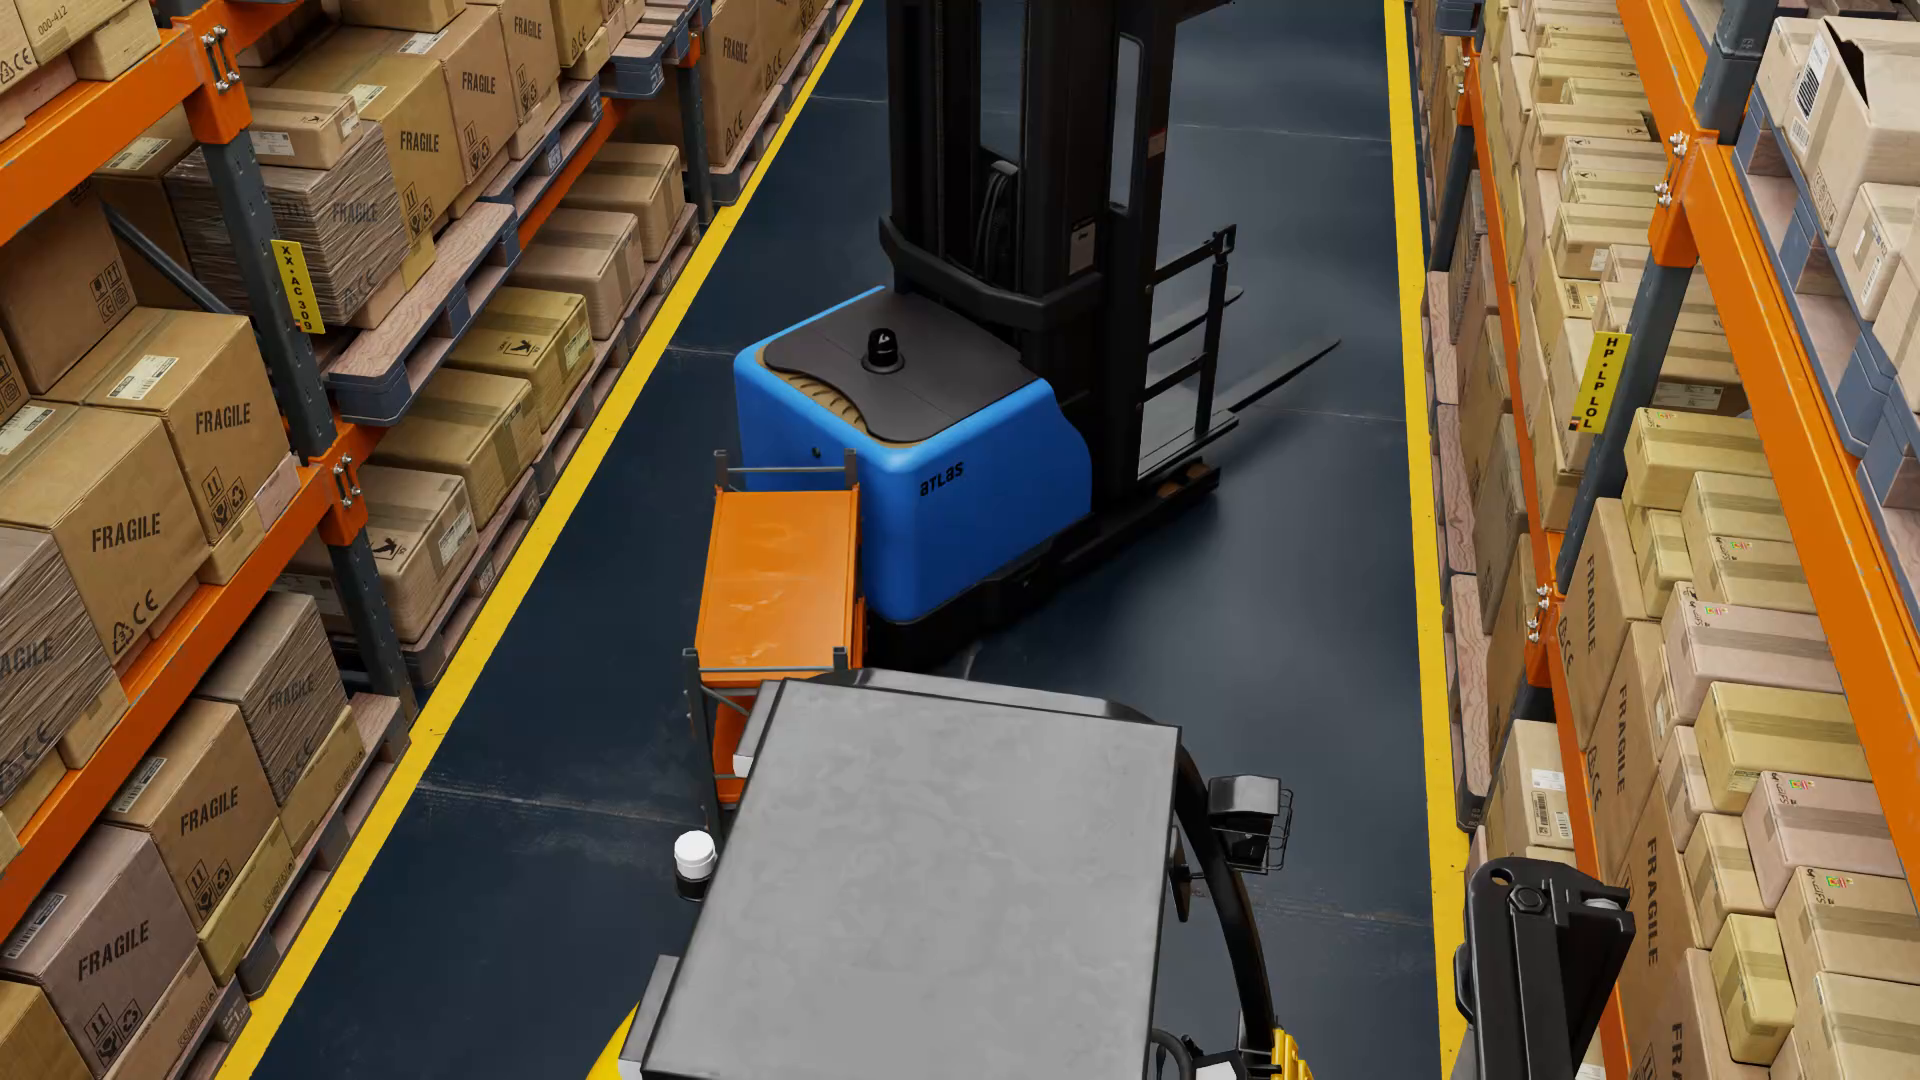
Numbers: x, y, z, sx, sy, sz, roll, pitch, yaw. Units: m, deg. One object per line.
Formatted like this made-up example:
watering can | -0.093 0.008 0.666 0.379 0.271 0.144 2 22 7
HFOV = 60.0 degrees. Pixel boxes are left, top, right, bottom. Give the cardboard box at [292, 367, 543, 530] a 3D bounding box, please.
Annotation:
cardboard box | -2.384 -0.435 7.155 0.950 0.372 0.625 9 40 10

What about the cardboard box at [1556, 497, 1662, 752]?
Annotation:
cardboard box | 1.962 0.251 4.514 0.500 0.500 0.500 5 40 6

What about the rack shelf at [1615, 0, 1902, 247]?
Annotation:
rack shelf | 2.642 -2.094 5.639 1.077 0.370 4.000 6 40 8

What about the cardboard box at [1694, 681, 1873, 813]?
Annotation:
cardboard box | 1.793 0.455 3.524 0.380 0.149 0.250 6 40 7

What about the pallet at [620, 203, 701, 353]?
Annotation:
pallet | -2.038 -1.451 8.839 1.003 0.211 1.213 6 40 8

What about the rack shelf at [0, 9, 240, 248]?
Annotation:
rack shelf | -2.940 -0.129 3.262 1.077 0.370 4.000 6 40 8

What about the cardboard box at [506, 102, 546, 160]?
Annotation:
cardboard box | -1.934 -1.697 6.816 0.380 0.149 0.250 8 40 9

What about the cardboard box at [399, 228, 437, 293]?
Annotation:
cardboard box | -2.135 -1.038 6.019 0.380 0.149 0.250 7 40 9

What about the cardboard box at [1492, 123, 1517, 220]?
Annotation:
cardboard box | 2.496 -1.522 6.855 0.500 0.250 0.500 5 40 6

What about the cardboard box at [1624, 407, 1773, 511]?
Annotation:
cardboard box | 1.948 -0.196 4.312 0.380 0.149 0.250 7 40 9

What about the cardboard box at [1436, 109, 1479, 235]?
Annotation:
cardboard box | 2.849 -1.958 8.896 0.500 0.500 0.500 7 40 9

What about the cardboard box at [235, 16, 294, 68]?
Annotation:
cardboard box | -2.630 -1.819 5.945 0.380 0.149 0.250 5 40 6

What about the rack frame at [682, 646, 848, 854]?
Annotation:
rack frame | -0.594 0.772 5.433 0.500 1.125 0.032 -1 40 -1

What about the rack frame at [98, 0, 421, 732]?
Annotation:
rack frame | -2.594 -0.505 5.507 1.000 3.000 0.127 6 40 8

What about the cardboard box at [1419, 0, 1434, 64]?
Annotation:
cardboard box | 3.202 -3.253 10.462 0.500 0.500 0.500 5 40 6

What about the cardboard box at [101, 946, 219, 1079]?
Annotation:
cardboard box | -2.606 1.447 4.974 0.500 0.250 0.500 7 40 8

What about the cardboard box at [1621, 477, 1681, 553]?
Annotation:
cardboard box | 1.981 -0.078 4.402 0.380 0.149 0.250 6 40 7

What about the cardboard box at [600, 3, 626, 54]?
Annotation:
cardboard box | -1.753 -2.353 7.609 0.380 0.149 0.250 5 40 6

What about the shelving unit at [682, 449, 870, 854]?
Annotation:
shelving unit | -0.605 0.448 5.824 0.538 1.125 1.048 -1 40 -1

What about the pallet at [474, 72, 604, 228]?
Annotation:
pallet | -2.204 -1.695 7.096 1.003 0.211 1.213 6 40 8

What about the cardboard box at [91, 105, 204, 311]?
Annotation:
cardboard box | -2.740 -1.135 5.628 0.500 0.500 0.500 6 40 7

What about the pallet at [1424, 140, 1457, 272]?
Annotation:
pallet | 3.154 -1.860 9.334 1.003 0.211 1.213 6 40 8

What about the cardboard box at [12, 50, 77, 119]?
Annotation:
cardboard box | -2.478 -1.184 4.171 0.380 0.149 0.250 7 40 8

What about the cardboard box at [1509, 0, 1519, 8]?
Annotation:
cardboard box | 2.598 -2.424 7.240 0.380 0.149 0.250 7 40 9

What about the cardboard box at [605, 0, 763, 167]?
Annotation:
cardboard box | -1.700 -2.783 9.600 0.875 0.875 0.875 6 40 7

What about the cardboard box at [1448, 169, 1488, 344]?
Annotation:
cardboard box | 2.866 -1.327 8.035 0.875 0.625 0.625 8 40 9

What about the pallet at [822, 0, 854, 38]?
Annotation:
pallet | -1.269 -3.959 11.872 1.003 0.211 1.213 6 40 8

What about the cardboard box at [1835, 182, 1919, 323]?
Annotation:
cardboard box | 1.786 -0.489 2.923 0.380 0.149 0.250 8 40 9

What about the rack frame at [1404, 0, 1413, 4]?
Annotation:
rack frame | 3.680 -4.981 10.920 1.000 3.000 0.127 6 40 8

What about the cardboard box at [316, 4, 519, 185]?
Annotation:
cardboard box | -2.045 -1.706 6.318 0.500 0.500 0.500 6 40 7

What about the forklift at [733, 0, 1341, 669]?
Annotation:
forklift | 0.524 -1.441 6.693 3.031 2.935 1.130 -31 49 -32

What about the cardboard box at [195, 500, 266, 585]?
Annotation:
cardboard box | -2.386 -0.016 5.112 0.380 0.149 0.250 7 40 9

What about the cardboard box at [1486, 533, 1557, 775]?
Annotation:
cardboard box | 2.375 0.464 5.868 0.875 0.625 0.625 8 40 10

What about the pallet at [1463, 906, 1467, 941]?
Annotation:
pallet | 2.117 1.609 5.138 1.003 0.211 1.213 6 40 8

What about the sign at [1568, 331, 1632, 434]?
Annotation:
sign | 1.760 -0.430 4.569 0.100 0.325 0.005 6 40 8

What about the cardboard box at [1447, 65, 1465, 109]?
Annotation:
cardboard box | 2.841 -2.432 8.960 0.380 0.149 0.250 4 40 5

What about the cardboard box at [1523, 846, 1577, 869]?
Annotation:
cardboard box | 1.804 1.141 4.559 0.500 0.250 0.500 6 40 8

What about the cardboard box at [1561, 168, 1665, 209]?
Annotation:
cardboard box | 2.279 -1.137 5.683 0.380 0.149 0.250 5 40 7

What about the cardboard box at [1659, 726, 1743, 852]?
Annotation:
cardboard box | 1.758 0.563 3.628 0.380 0.149 0.250 6 40 7

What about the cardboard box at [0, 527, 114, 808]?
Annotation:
cardboard box | -2.593 0.298 4.224 0.500 0.500 0.500 7 40 9

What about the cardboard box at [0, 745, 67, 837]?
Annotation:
cardboard box | -2.595 0.622 4.341 0.380 0.149 0.250 6 40 7

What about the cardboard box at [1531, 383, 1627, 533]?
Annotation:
cardboard box | 2.125 -0.248 5.313 0.500 0.250 0.500 7 40 9

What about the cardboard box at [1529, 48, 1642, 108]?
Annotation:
cardboard box | 2.430 -1.780 6.462 0.380 0.149 0.250 7 40 9

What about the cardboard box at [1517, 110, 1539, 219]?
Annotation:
cardboard box | 2.411 -1.390 6.302 0.500 0.250 0.500 7 40 8

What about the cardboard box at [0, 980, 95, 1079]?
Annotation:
cardboard box | -2.689 1.481 4.345 0.500 0.500 0.500 7 40 9

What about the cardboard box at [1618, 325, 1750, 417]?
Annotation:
cardboard box | 2.136 -0.488 4.898 0.380 0.149 0.250 8 40 9
